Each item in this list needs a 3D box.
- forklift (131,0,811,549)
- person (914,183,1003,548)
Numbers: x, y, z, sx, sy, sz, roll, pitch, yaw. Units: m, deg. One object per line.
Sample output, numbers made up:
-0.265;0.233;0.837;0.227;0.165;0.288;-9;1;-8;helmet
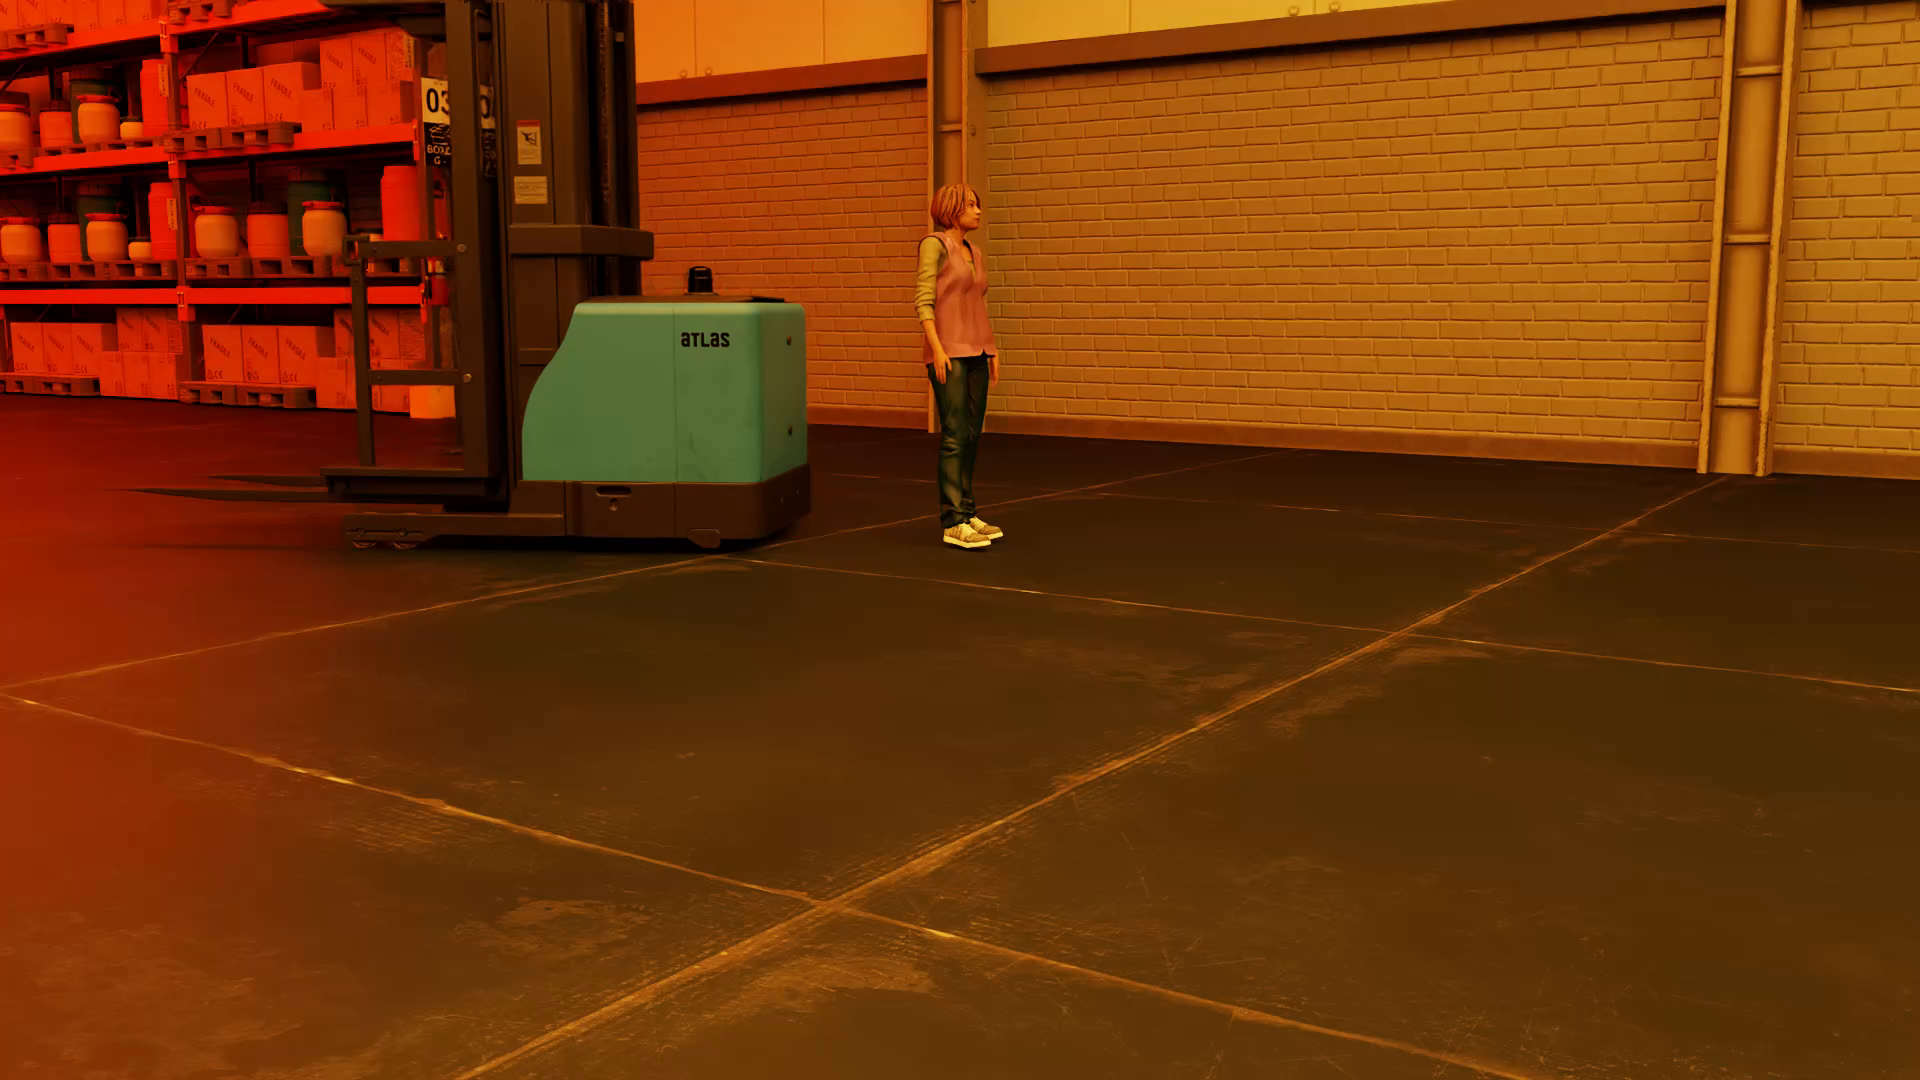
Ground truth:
-2.279;-1.482;7.614;3.031;2.935;1.130;1;8;8;forklift
0.053;-0.791;7.437;0.475;1.598;0.519;5;10;34;person
